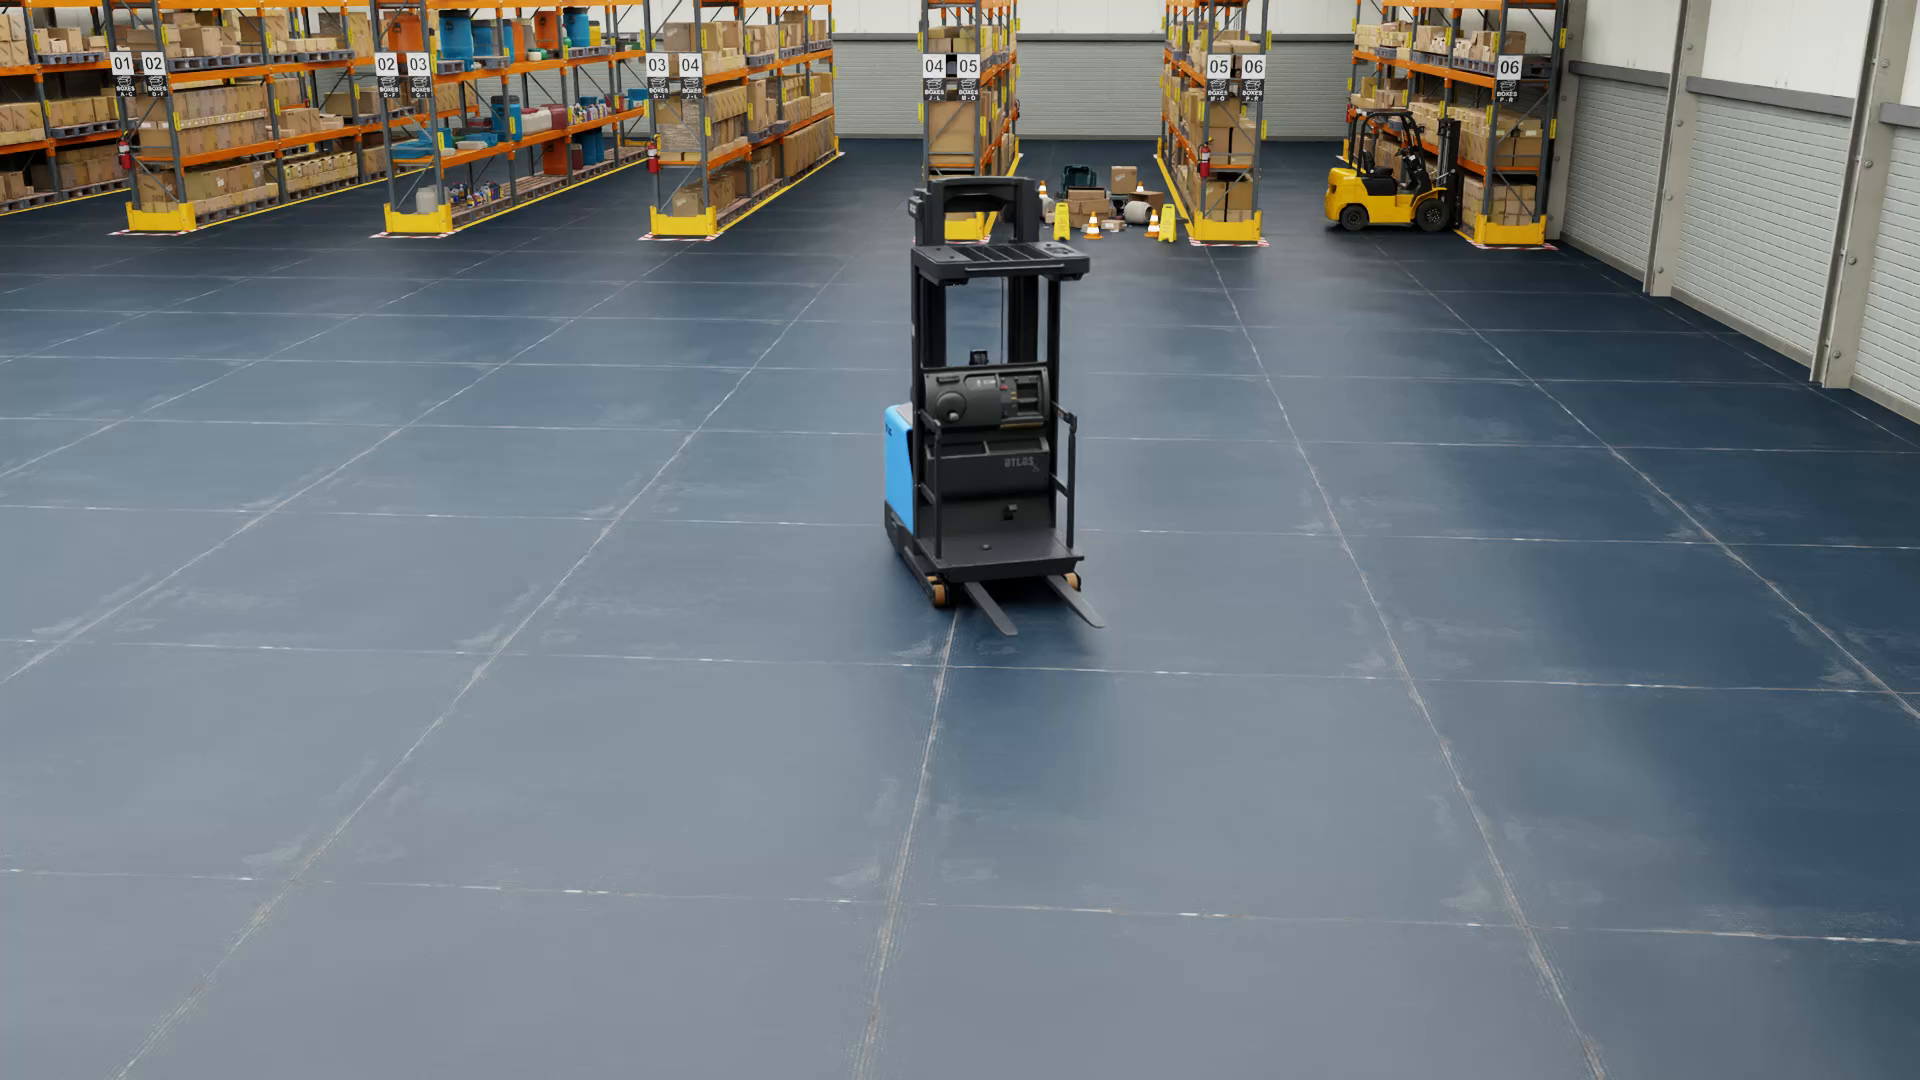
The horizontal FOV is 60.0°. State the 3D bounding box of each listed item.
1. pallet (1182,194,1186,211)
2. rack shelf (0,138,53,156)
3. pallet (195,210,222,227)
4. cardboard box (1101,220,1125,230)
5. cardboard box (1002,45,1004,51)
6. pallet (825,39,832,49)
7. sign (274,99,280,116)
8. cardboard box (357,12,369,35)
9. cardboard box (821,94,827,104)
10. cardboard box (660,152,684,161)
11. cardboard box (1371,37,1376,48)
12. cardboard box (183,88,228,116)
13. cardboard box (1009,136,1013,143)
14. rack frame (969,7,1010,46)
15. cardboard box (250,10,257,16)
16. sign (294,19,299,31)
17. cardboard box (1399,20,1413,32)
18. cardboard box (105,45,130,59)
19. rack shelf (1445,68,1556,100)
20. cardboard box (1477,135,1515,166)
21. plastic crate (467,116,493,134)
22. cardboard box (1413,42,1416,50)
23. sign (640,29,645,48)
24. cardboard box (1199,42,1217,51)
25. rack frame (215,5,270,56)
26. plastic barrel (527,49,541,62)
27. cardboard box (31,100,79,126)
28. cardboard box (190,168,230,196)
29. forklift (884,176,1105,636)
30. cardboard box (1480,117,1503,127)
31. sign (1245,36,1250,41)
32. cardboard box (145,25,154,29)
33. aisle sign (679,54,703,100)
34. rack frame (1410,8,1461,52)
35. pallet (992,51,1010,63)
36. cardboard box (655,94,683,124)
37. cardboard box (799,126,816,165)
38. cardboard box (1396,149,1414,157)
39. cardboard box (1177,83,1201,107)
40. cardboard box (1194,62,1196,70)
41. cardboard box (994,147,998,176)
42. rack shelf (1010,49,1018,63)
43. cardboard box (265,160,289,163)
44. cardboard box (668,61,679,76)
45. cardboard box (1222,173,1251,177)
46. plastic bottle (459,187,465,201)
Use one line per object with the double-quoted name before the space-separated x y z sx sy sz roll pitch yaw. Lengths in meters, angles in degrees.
"pallet" 5.140 -6.985 34.401 1.003 0.211 1.213 1 18 4
"rack shelf" -19.764 -7.658 33.133 1.077 0.370 4.000 1 18 4
"pallet" -14.953 -6.183 31.953 1.003 0.211 1.213 1 18 4
"cardboard box" 2.878 -5.923 31.261 0.380 0.149 0.250 12 22 32
"cardboard box" 0.735 -11.034 37.302 0.500 0.500 0.500 1 18 4
"pallet" -3.981 -13.169 44.121 1.003 0.211 1.213 1 18 4
"sign" -14.125 -8.949 34.399 0.100 0.325 0.005 1 18 4
"cardboard box" -14.282 -12.154 39.116 0.500 0.500 0.500 1 18 4
"cardboard box" -3.782 -11.615 43.815 0.500 0.250 0.500 1 18 2
"cardboard box" -5.271 -7.021 30.436 0.380 0.149 0.250 1 18 4
"cardboard box" 10.422 -12.256 40.955 0.500 0.250 0.500 1 18 2
"cardboard box" -14.813 -8.570 32.517 0.700 0.500 0.500 1 18 4
"cardboard box" 1.204 -10.508 43.624 0.380 0.149 0.250 2 18 6
"rack frame" 0.715 -13.483 40.119 1.000 3.000 0.127 1 18 4
"cardboard box" -18.655 -13.592 43.471 0.500 0.500 0.500 1 18 4
"sign" -18.220 -14.140 45.648 0.100 0.325 0.005 1 18 4
"cardboard box" 10.657 -12.238 39.563 0.396 0.266 0.258 1 18 3
"cardboard box" -19.116 -11.027 37.551 0.500 0.311 0.500 1 18 4
"rack shelf" 9.894 -8.421 30.644 1.077 0.370 4.000 1 18 4
"cardboard box" 9.524 -6.923 29.572 0.500 0.500 0.500 1 18 3
"plastic crate" -10.009 -8.588 34.711 0.402 0.464 0.583 1 18 4
"cardboard box" 9.996 -10.661 35.864 0.380 0.166 0.250 1 18 4
"sign" -5.637 -8.912 29.565 0.100 0.325 0.005 1 18 4
"cardboard box" 4.605 -9.100 30.682 0.380 0.149 0.250 2 18 5
"rack frame" -14.679 -11.363 33.648 1.000 3.000 0.127 1 18 4
"plastic barrel" -9.310 -10.602 36.366 0.301 0.262 0.301 0 18 0
"cardboard box" -19.503 -9.209 35.842 0.700 0.500 0.500 3 18 10
"cardboard box" -14.649 -6.991 32.479 0.500 0.500 0.500 1 18 4
"forklift" 0.253 -1.042 11.895 1.130 2.935 3.031 -5 19 -14
"cardboard box" 9.544 -7.489 29.780 0.380 0.149 0.250 2 18 5
"sign" 5.628 -9.730 32.652 0.100 0.325 0.005 1 18 4
"cardboard box" -19.371 -11.863 39.126 0.700 0.500 0.500 0 18 1
"aisle sign" -4.791 -8.257 29.629 0.394 0.787 0.004 1 18 4
"rack frame" 10.324 -12.052 35.752 1.000 3.000 0.127 1 18 4
"pallet" 0.435 -10.524 36.210 1.213 0.211 1.003 2 18 6
"cardboard box" -5.292 -7.888 30.433 0.500 0.500 0.500 1 18 4
"cardboard box" -4.251 -9.765 41.144 1.225 0.875 0.875 1 18 4
"cardboard box" 10.095 -8.765 37.655 0.380 0.149 0.250 0 18 1
"cardboard box" 5.149 -10.000 37.357 0.500 0.500 0.500 1 18 2
"cardboard box" 4.742 -9.203 32.278 0.380 0.149 0.250 1 18 4
"cardboard box" 0.295 -8.333 36.976 1.050 0.750 0.750 1 18 3
"rack shelf" 0.858 -12.337 42.594 1.077 0.370 4.000 1 18 4
"cardboard box" -14.867 -8.120 36.228 0.500 0.311 0.500 1 18 4
"cardboard box" -5.304 -8.557 30.143 0.500 0.250 0.500 2 18 5
"cardboard box" 5.211 -6.645 31.423 0.500 0.500 0.500 2 18 5
"plastic bottle" -10.101 -7.023 33.715 0.097 0.271 0.097 0 18 0
